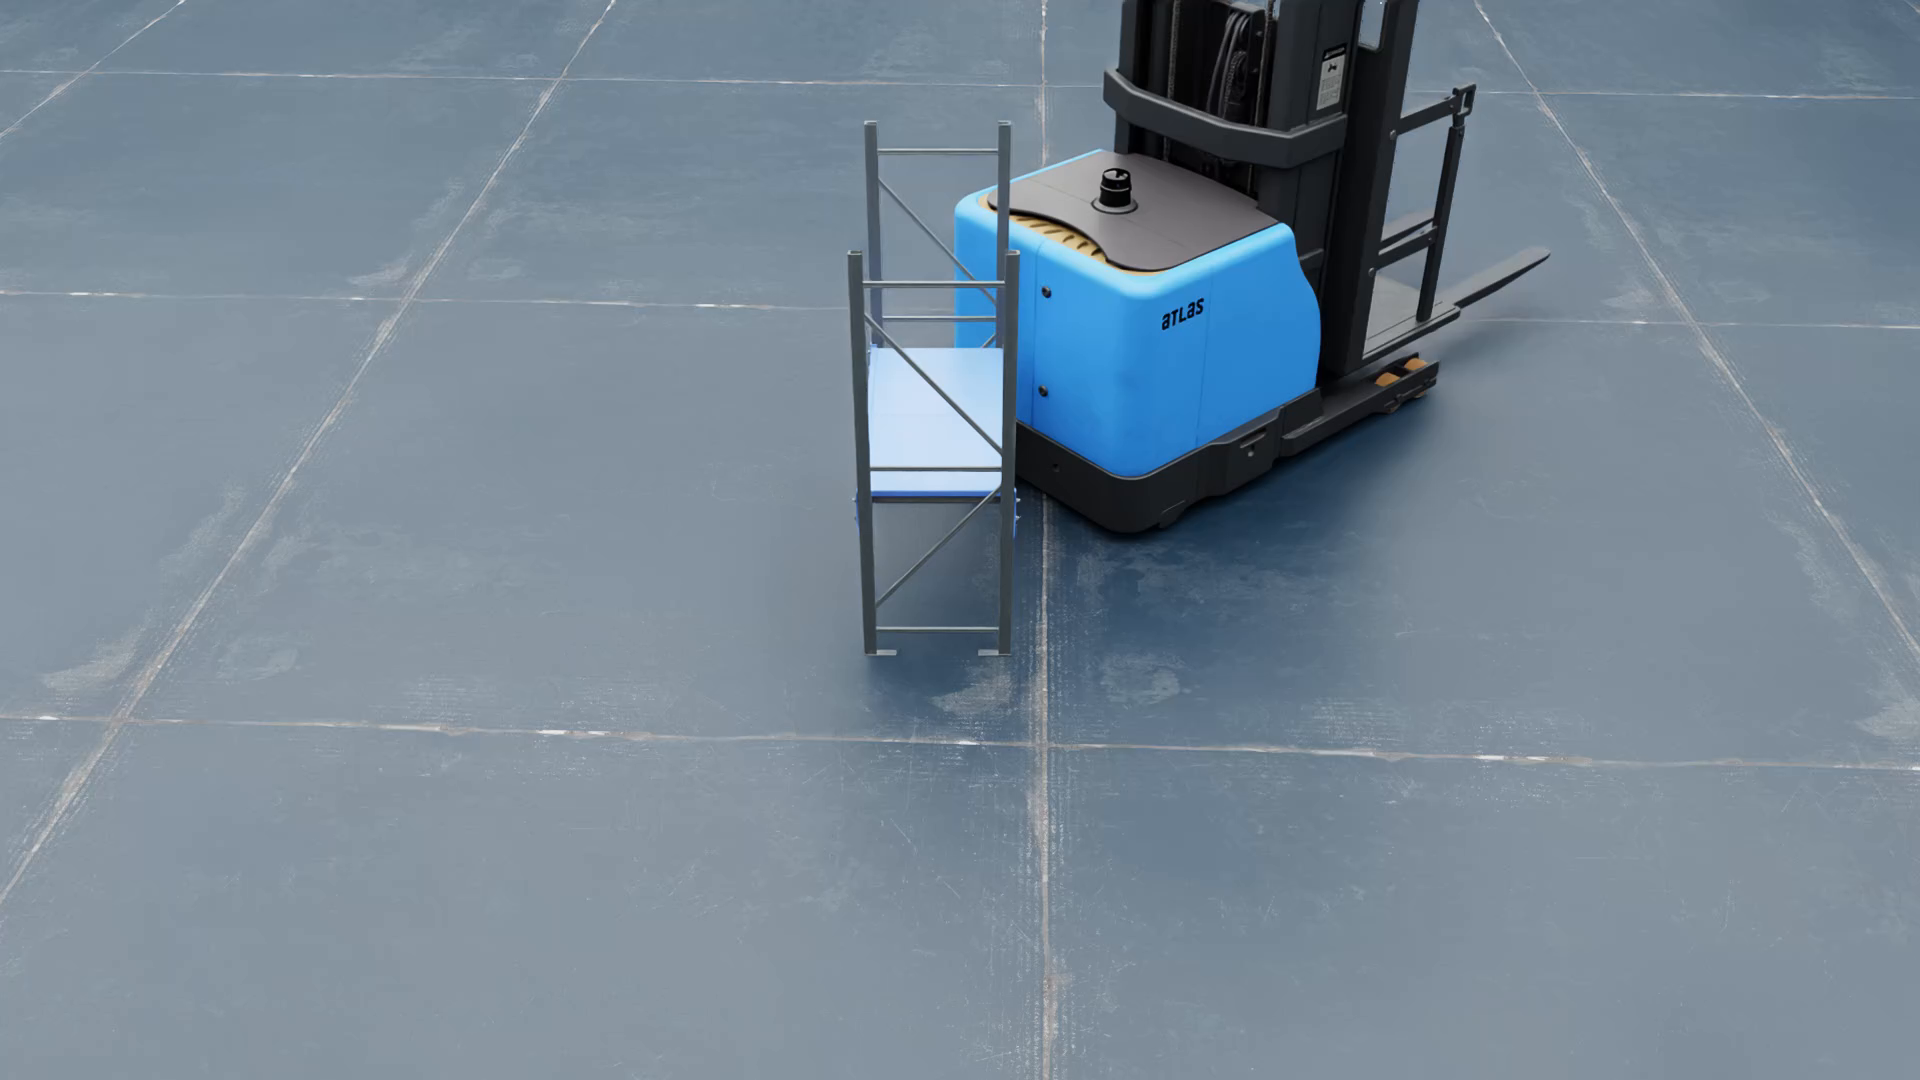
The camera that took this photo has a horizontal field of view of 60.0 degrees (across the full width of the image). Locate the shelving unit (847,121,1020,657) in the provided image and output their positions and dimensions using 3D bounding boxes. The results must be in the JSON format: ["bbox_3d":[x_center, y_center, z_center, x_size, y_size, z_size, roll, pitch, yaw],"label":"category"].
[{"bbox_3d":[-0.076,-0.515,5.679,0.538,1.500,1.048,0,35,0],"label":"shelving unit"}]

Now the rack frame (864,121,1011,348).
[{"bbox_3d":[-0.076,-0.807,6.094,0.500,1.500,0.032,0,35,0],"label":"rack frame"}]

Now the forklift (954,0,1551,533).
[{"bbox_3d":[1.407,-1.938,6.459,3.031,2.935,1.130,-27,43,-33],"label":"forklift"}]

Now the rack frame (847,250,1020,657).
[{"bbox_3d":[-0.077,-0.223,5.263,0.500,1.500,0.032,0,35,0],"label":"rack frame"}]

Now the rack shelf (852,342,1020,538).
[{"bbox_3d":[-0.076,-0.368,5.782,0.538,0.185,1.000,0,35,0],"label":"rack shelf"}]
